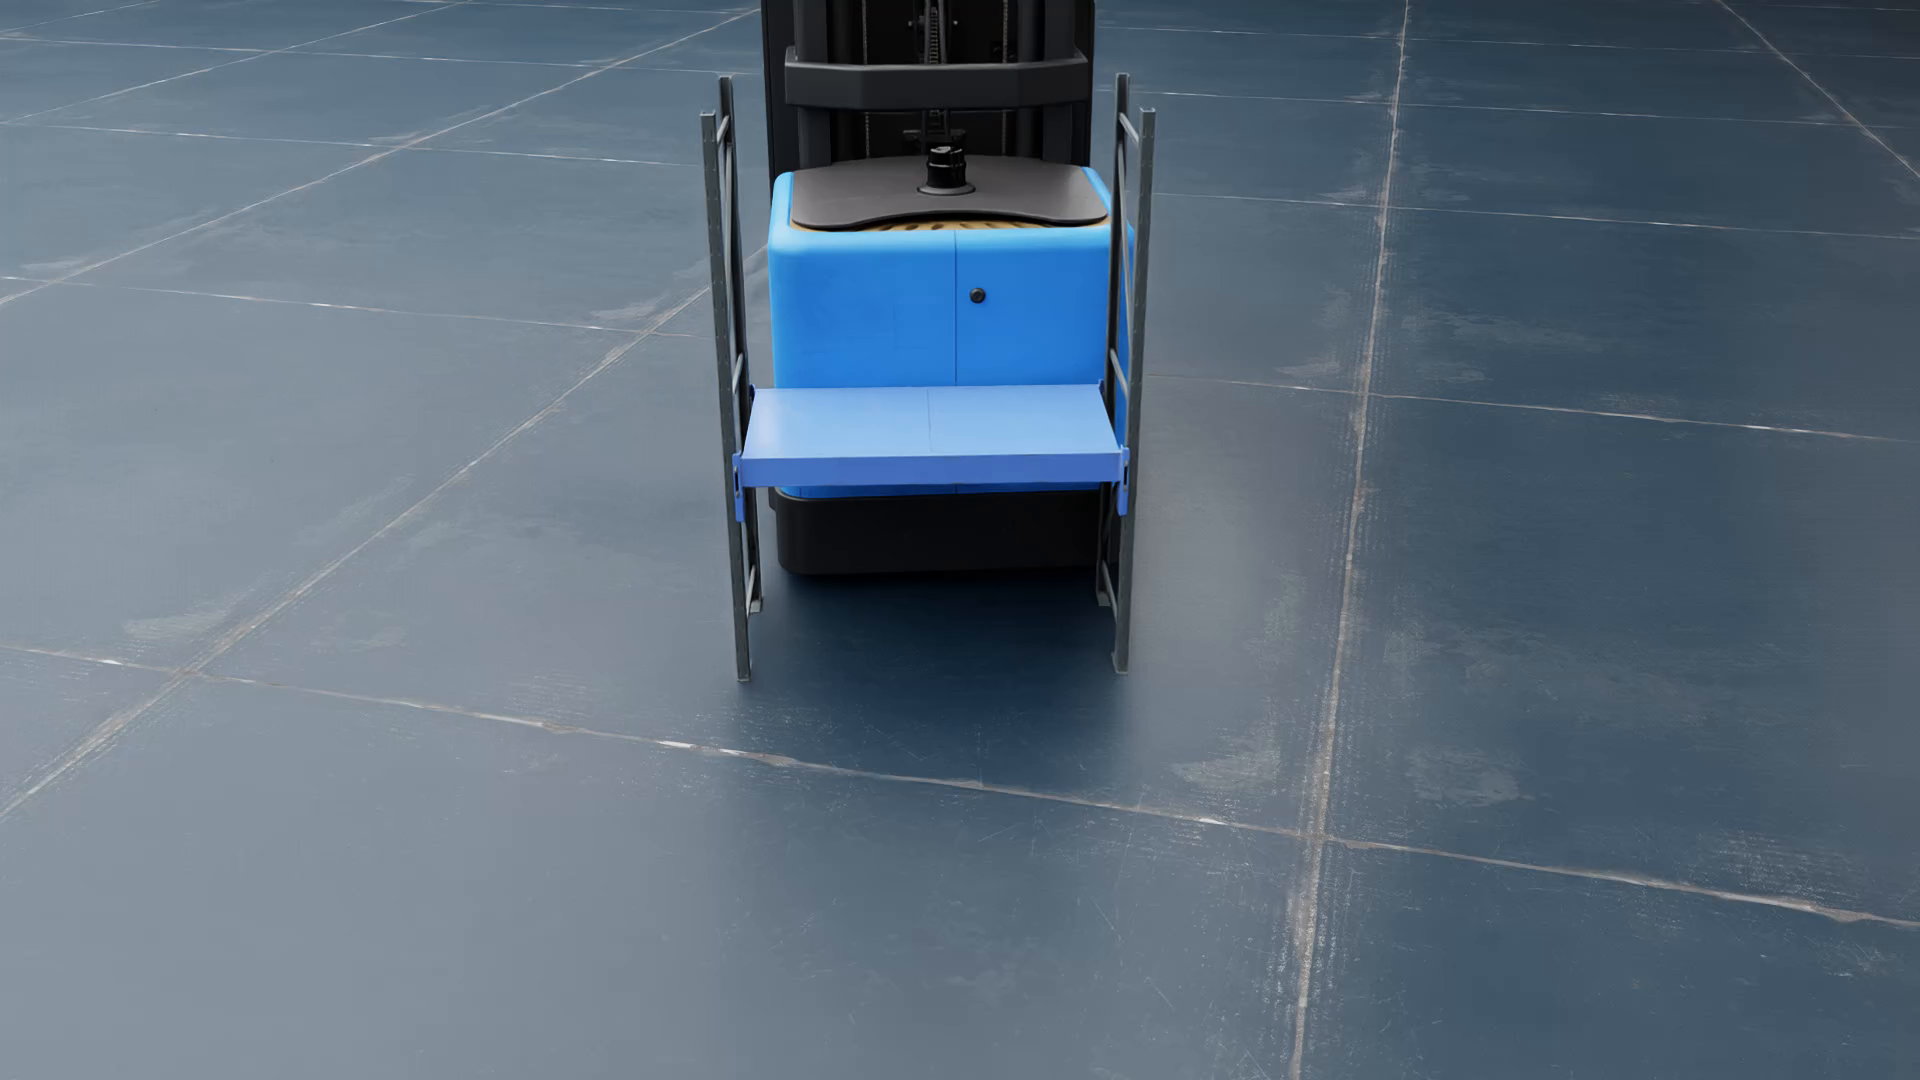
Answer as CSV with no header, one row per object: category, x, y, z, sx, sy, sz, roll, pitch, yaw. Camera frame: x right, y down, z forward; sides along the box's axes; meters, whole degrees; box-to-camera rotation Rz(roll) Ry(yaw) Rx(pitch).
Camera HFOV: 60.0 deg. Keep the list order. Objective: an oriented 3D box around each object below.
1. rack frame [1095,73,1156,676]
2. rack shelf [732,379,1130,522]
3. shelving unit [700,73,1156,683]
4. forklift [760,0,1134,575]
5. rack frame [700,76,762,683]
rack frame,0.427,-0.419,4.386,0.032,1.500,0.500,-1,25,-2
rack shelf,-0.081,-0.248,4.445,1.000,0.185,0.538,-1,25,-2
shelving unit,-0.081,-0.410,4.367,1.048,1.500,0.538,-1,25,-2
forklift,-0.123,-1.817,5.658,1.130,2.935,3.031,-2,26,-4
rack frame,-0.589,-0.402,4.349,0.032,1.500,0.500,-1,25,-2
